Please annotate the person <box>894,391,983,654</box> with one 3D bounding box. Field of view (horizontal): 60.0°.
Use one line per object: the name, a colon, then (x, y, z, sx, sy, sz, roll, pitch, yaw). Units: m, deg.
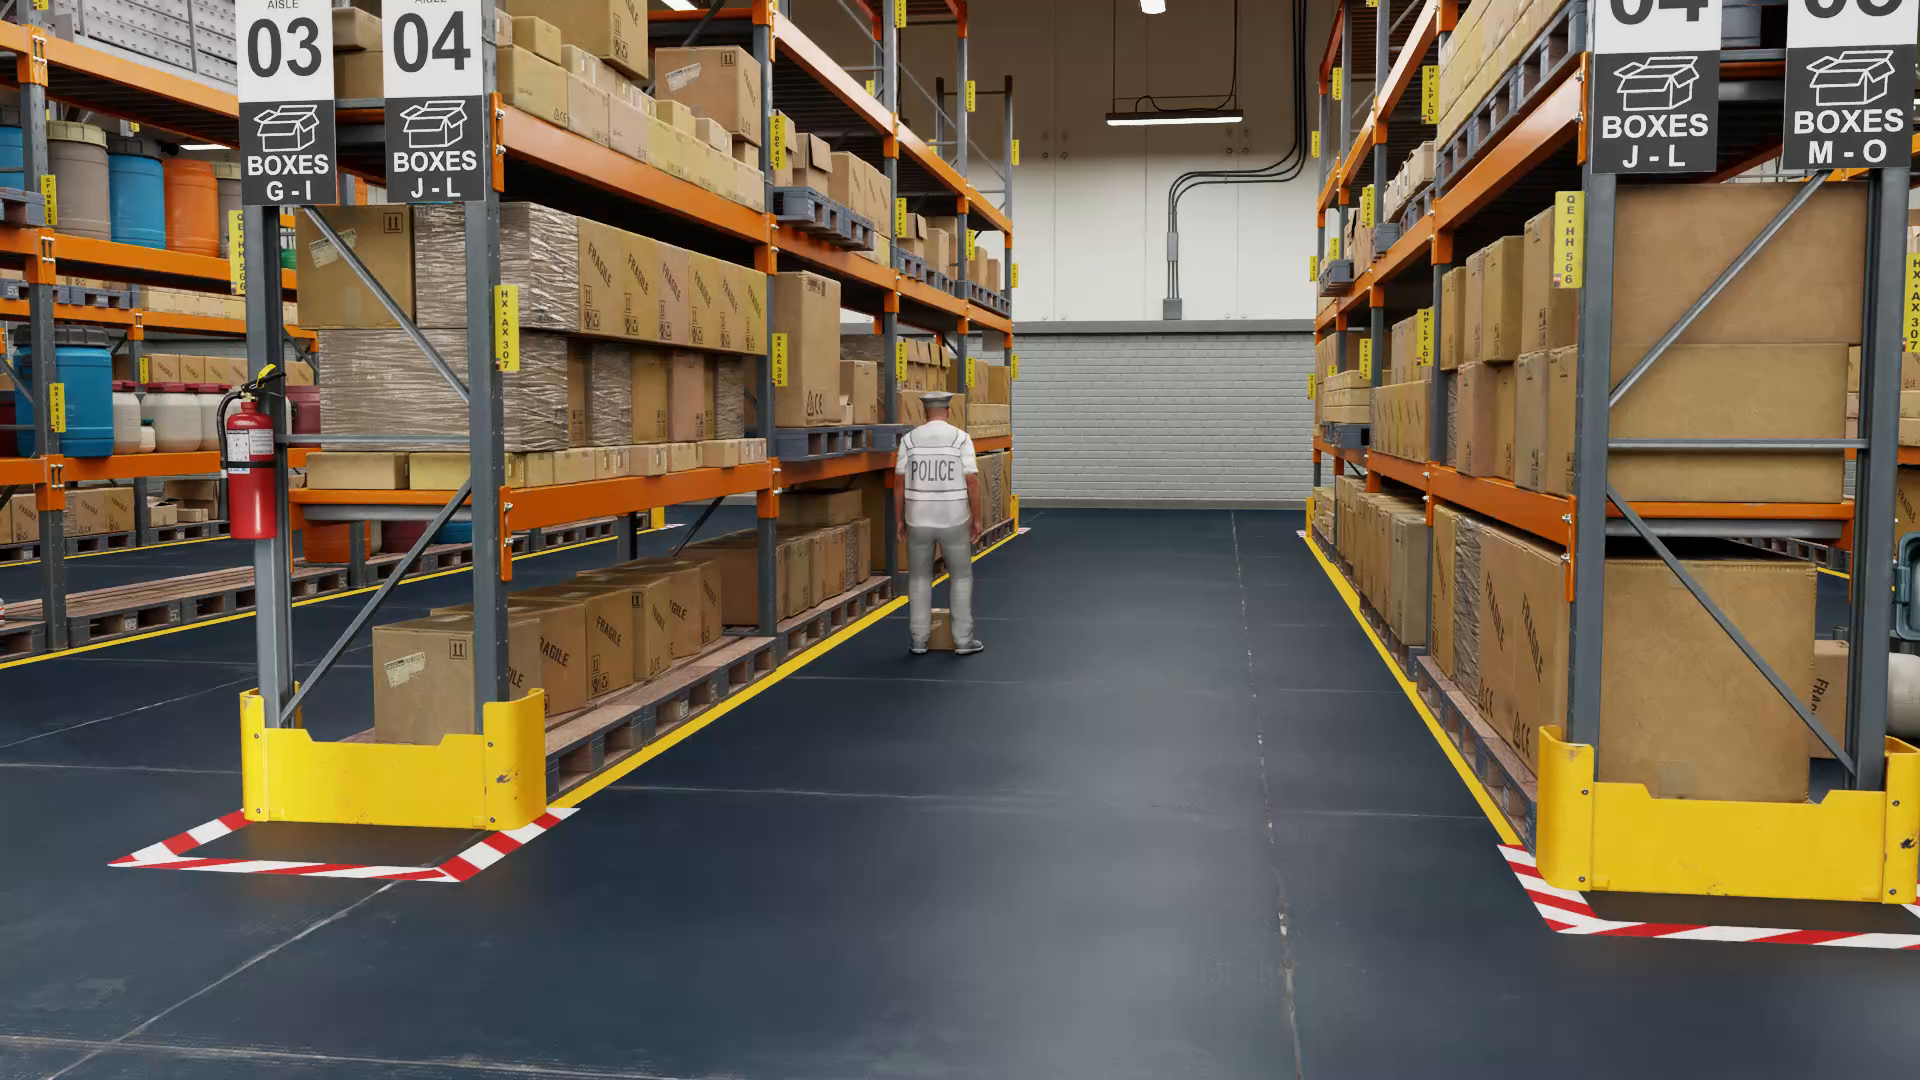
person: (-0.148, -0.117, 11.089, 0.585, 1.749, 0.434, 1, 4, 9)
